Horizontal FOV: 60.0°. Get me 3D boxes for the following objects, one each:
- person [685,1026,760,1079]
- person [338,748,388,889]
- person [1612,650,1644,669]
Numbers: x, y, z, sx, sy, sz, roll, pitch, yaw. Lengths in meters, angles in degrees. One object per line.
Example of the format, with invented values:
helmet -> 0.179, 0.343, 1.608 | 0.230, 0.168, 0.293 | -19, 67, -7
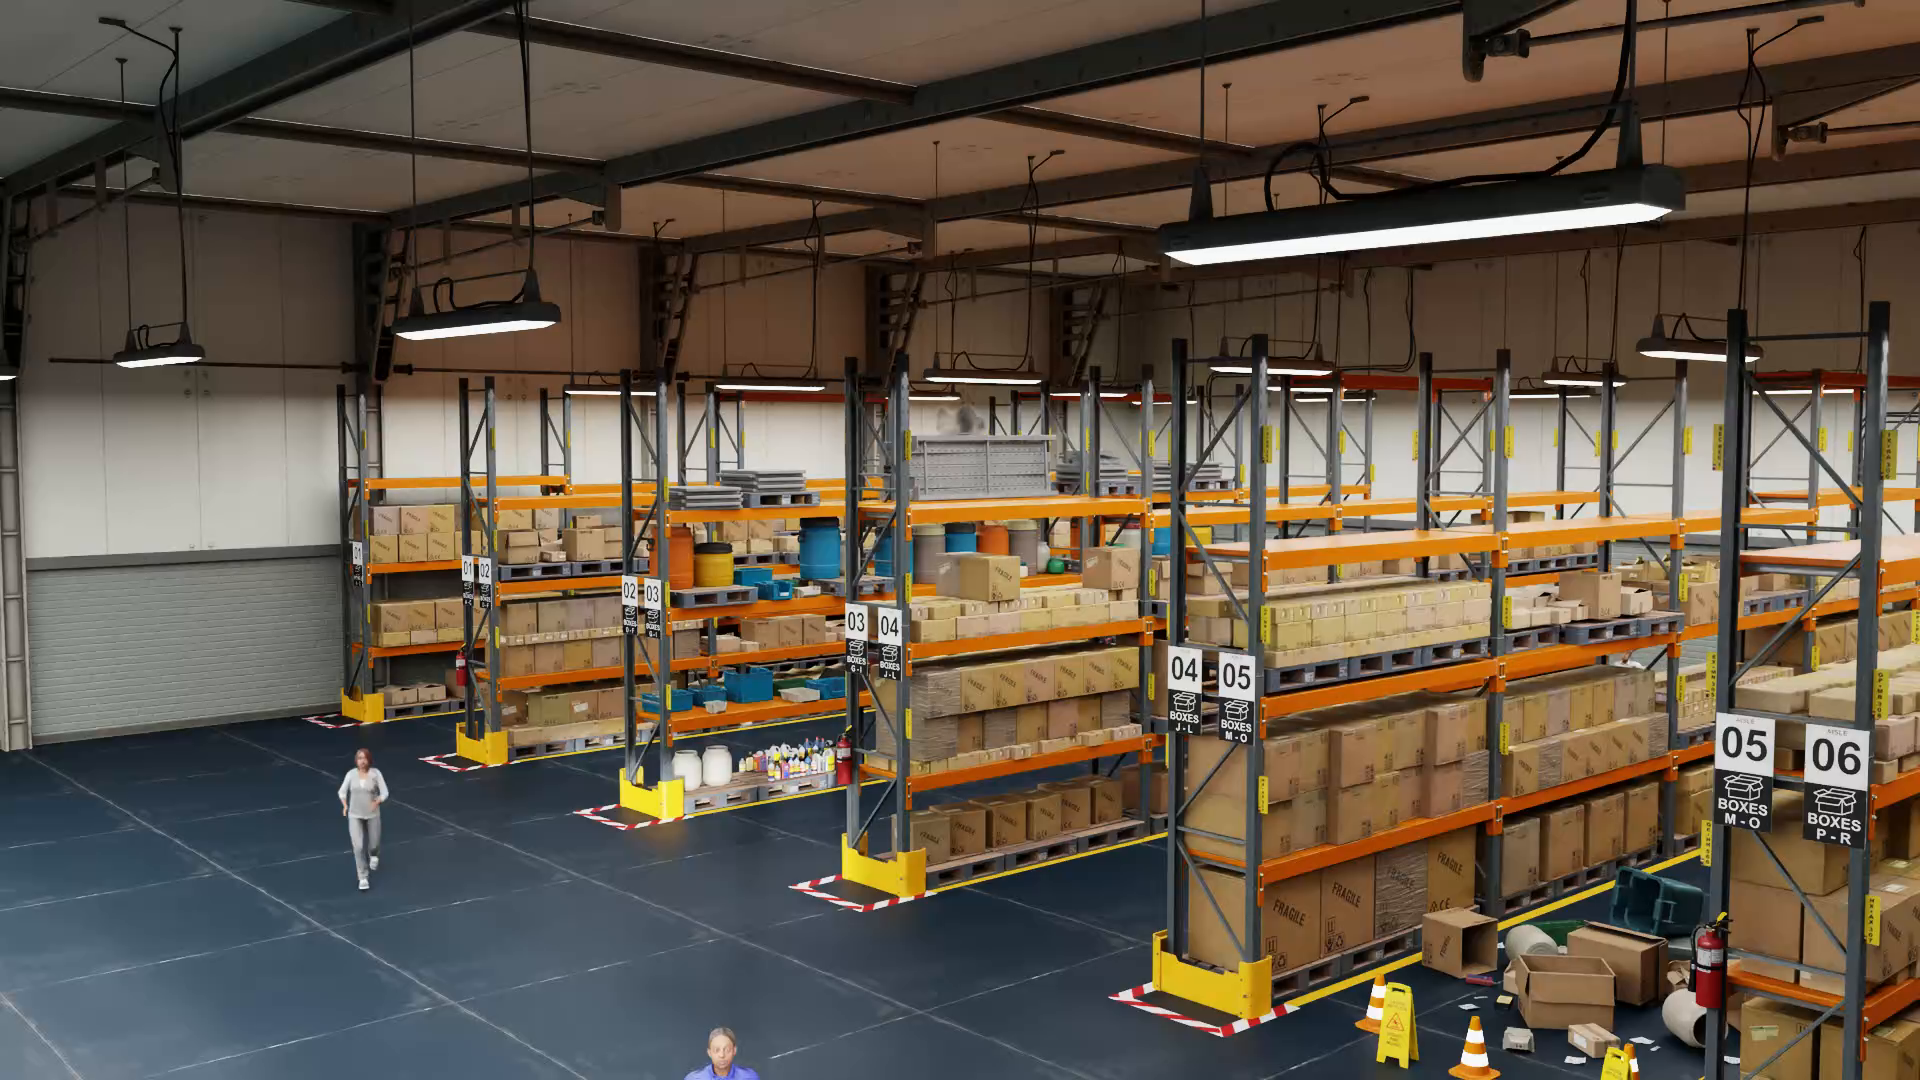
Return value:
person -> -1.426, 3.757, 9.963 | 0.581, 1.525, 0.560 | -1, 4, -10
person -> -6.791, 3.143, 18.930 | 0.542, 1.552, 0.680 | -1, 4, -16
person -> 10.781, 2.562, 26.933 | 0.645, 1.757, 0.762 | 3, 5, 40
